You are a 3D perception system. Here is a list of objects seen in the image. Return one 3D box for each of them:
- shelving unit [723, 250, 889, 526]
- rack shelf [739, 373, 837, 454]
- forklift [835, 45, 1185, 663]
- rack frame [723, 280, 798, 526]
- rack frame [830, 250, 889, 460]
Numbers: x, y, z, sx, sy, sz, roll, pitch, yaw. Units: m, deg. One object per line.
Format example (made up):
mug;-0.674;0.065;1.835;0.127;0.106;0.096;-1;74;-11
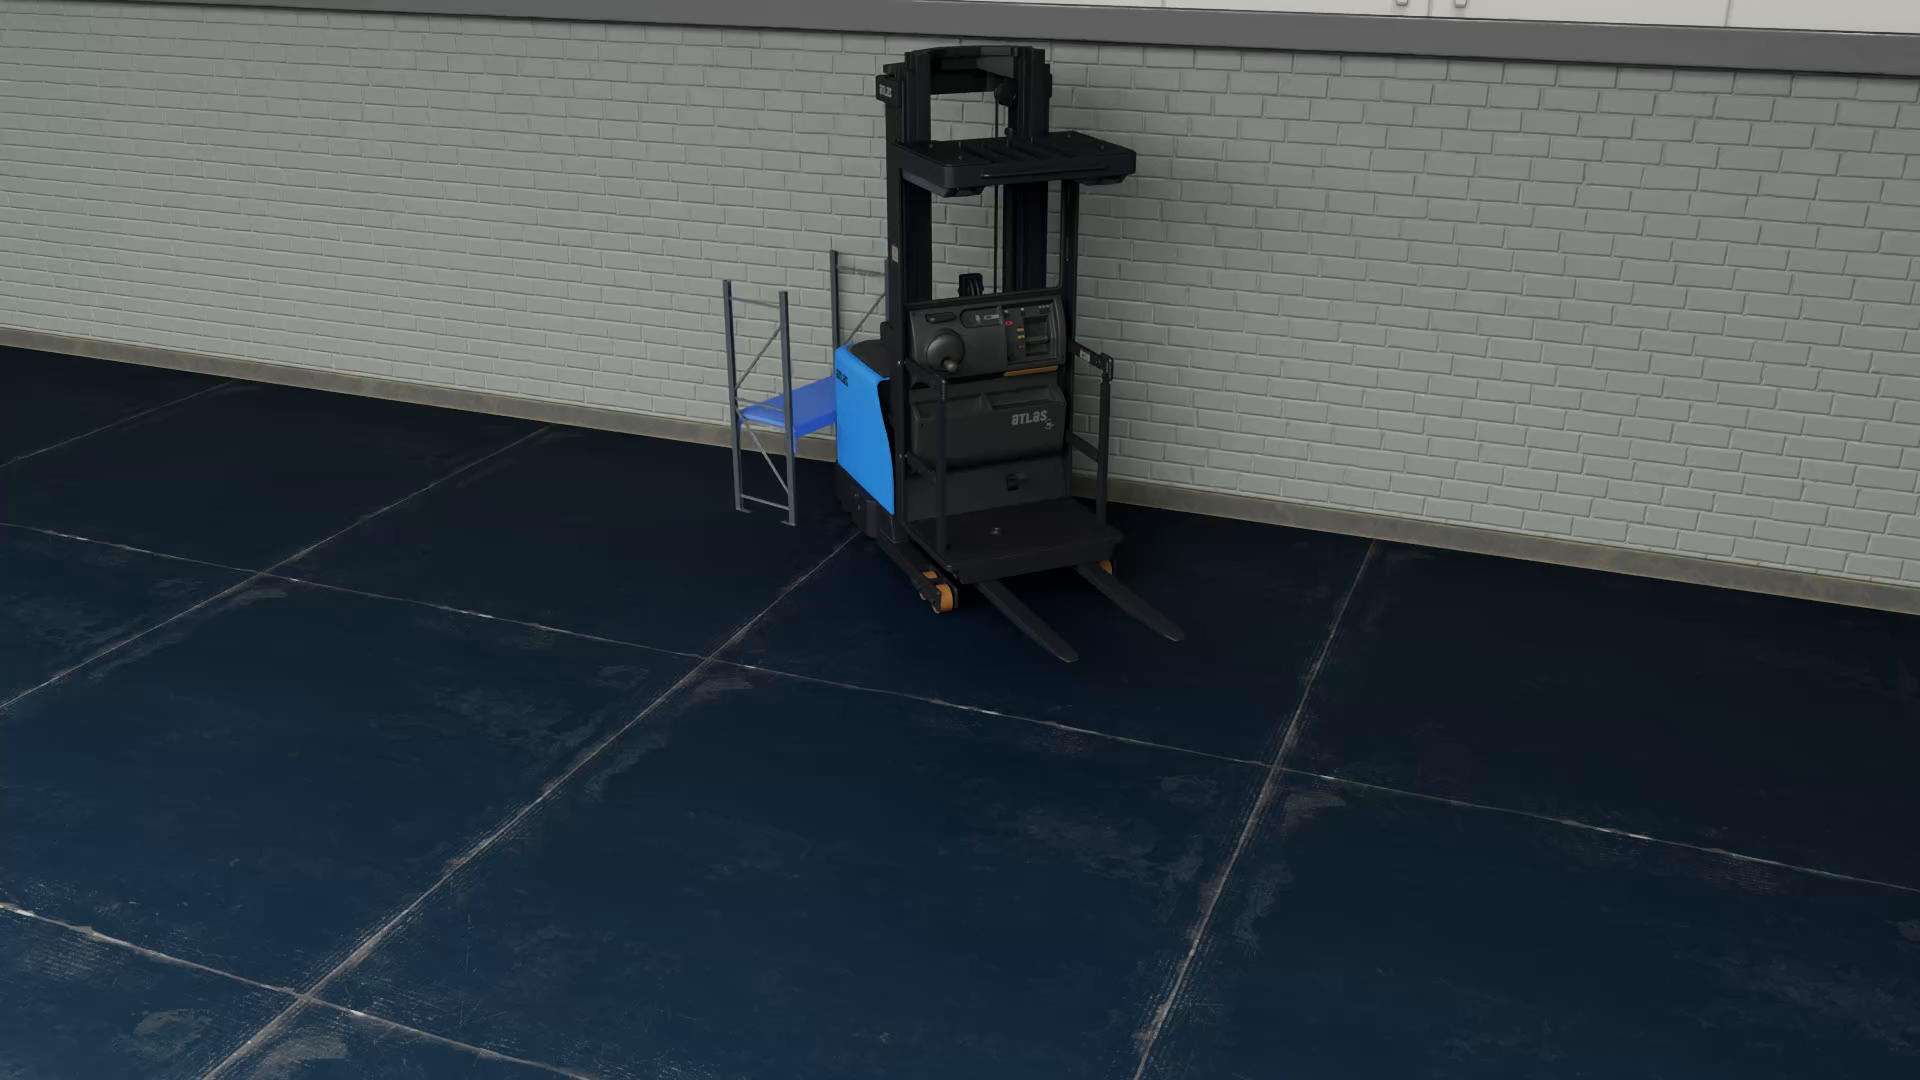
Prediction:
shelving unit;-0.939;-0.997;10.689;0.538;1.500;1.048;15;27;33
rack shelf;-0.939;-0.831;10.758;0.538;0.185;1.000;15;27;33
forklift;0.247;-1.130;9.152;1.130;2.935;3.031;-9;24;-21
rack frame;-1.236;-0.838;10.308;0.500;1.500;0.032;15;27;33
rack frame;-0.643;-1.156;11.070;0.500;1.500;0.032;15;27;33
